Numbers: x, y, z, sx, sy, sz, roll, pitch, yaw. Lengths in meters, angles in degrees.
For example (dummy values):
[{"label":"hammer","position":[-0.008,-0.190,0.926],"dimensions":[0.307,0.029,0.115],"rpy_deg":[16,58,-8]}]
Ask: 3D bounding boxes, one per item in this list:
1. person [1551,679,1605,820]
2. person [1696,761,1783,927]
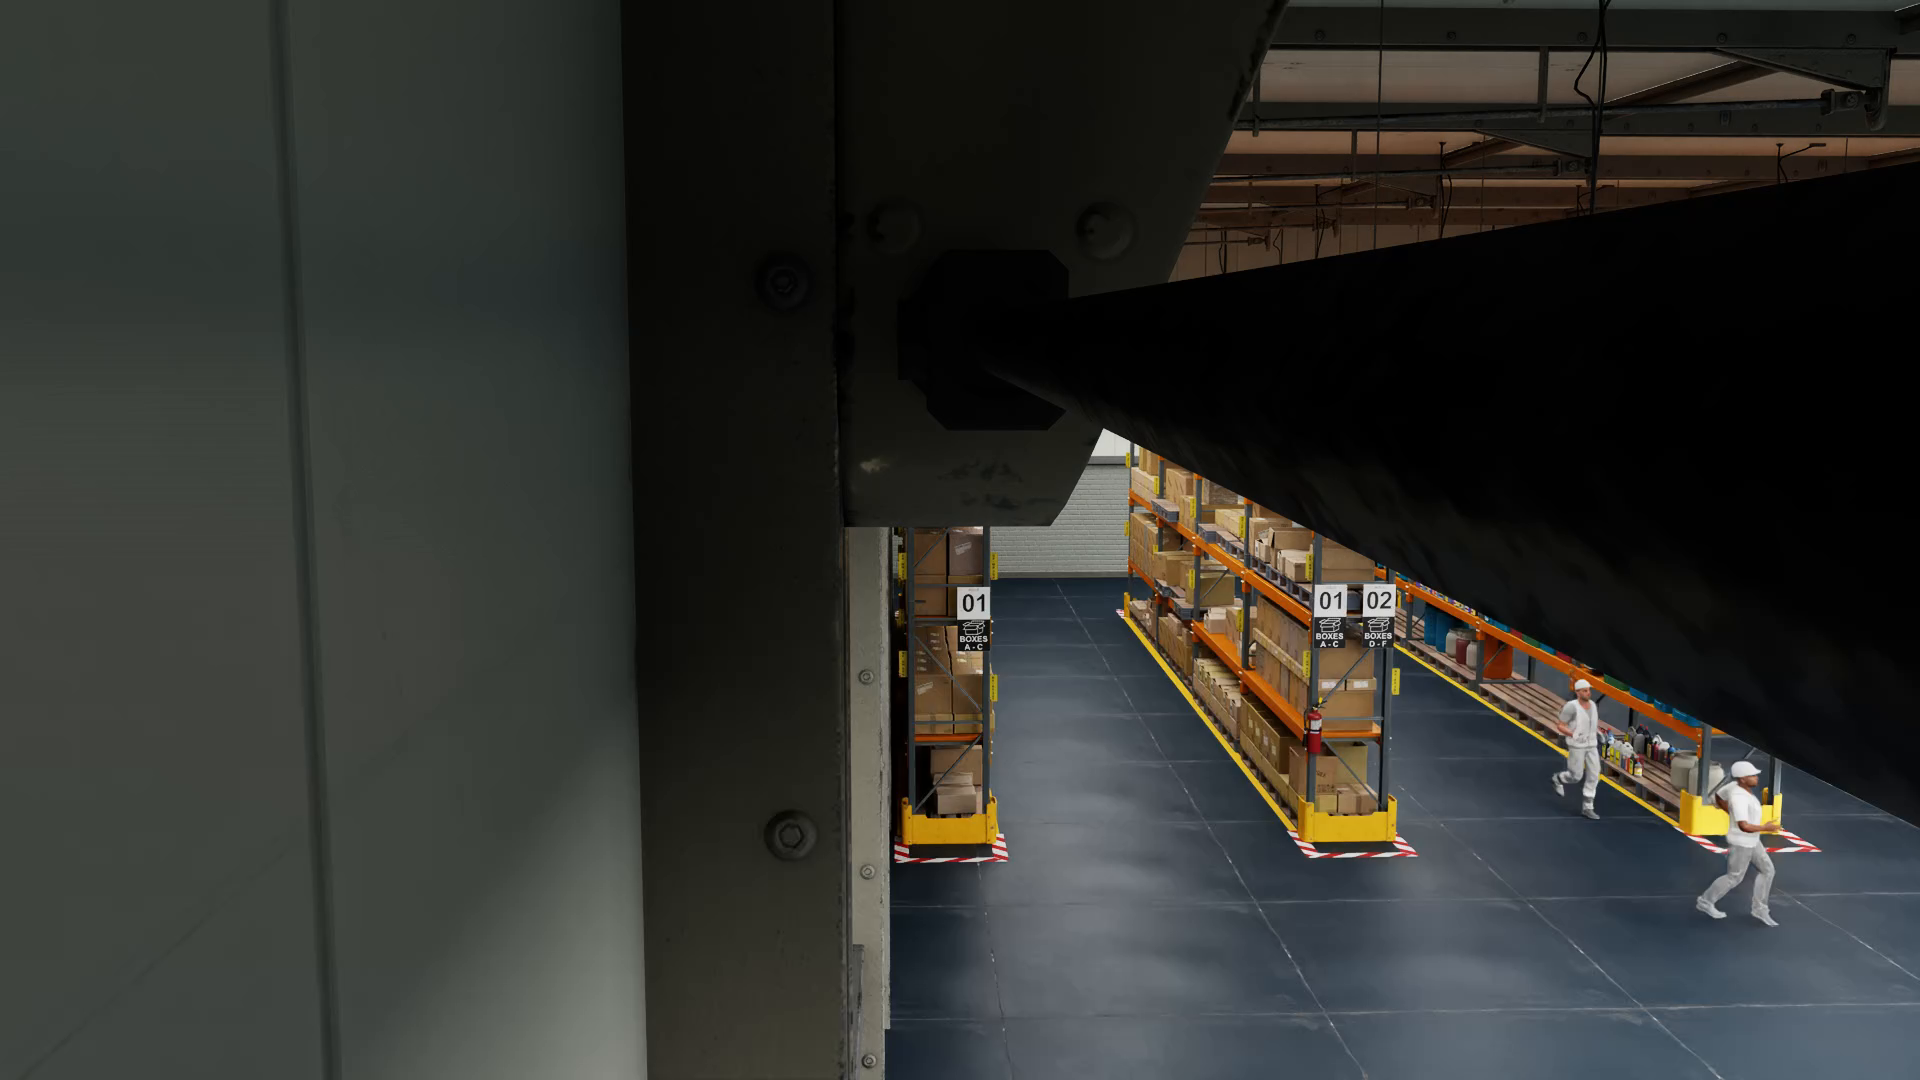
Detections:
[{"label":"person","position":[8.088,2.686,21.671],"dimensions":[0.655,1.769,0.888],"rpy_deg":[-2,8,-16]},{"label":"person","position":[8.303,3.221,17.662],"dimensions":[0.804,1.798,0.702],"rpy_deg":[4,8,29]}]
